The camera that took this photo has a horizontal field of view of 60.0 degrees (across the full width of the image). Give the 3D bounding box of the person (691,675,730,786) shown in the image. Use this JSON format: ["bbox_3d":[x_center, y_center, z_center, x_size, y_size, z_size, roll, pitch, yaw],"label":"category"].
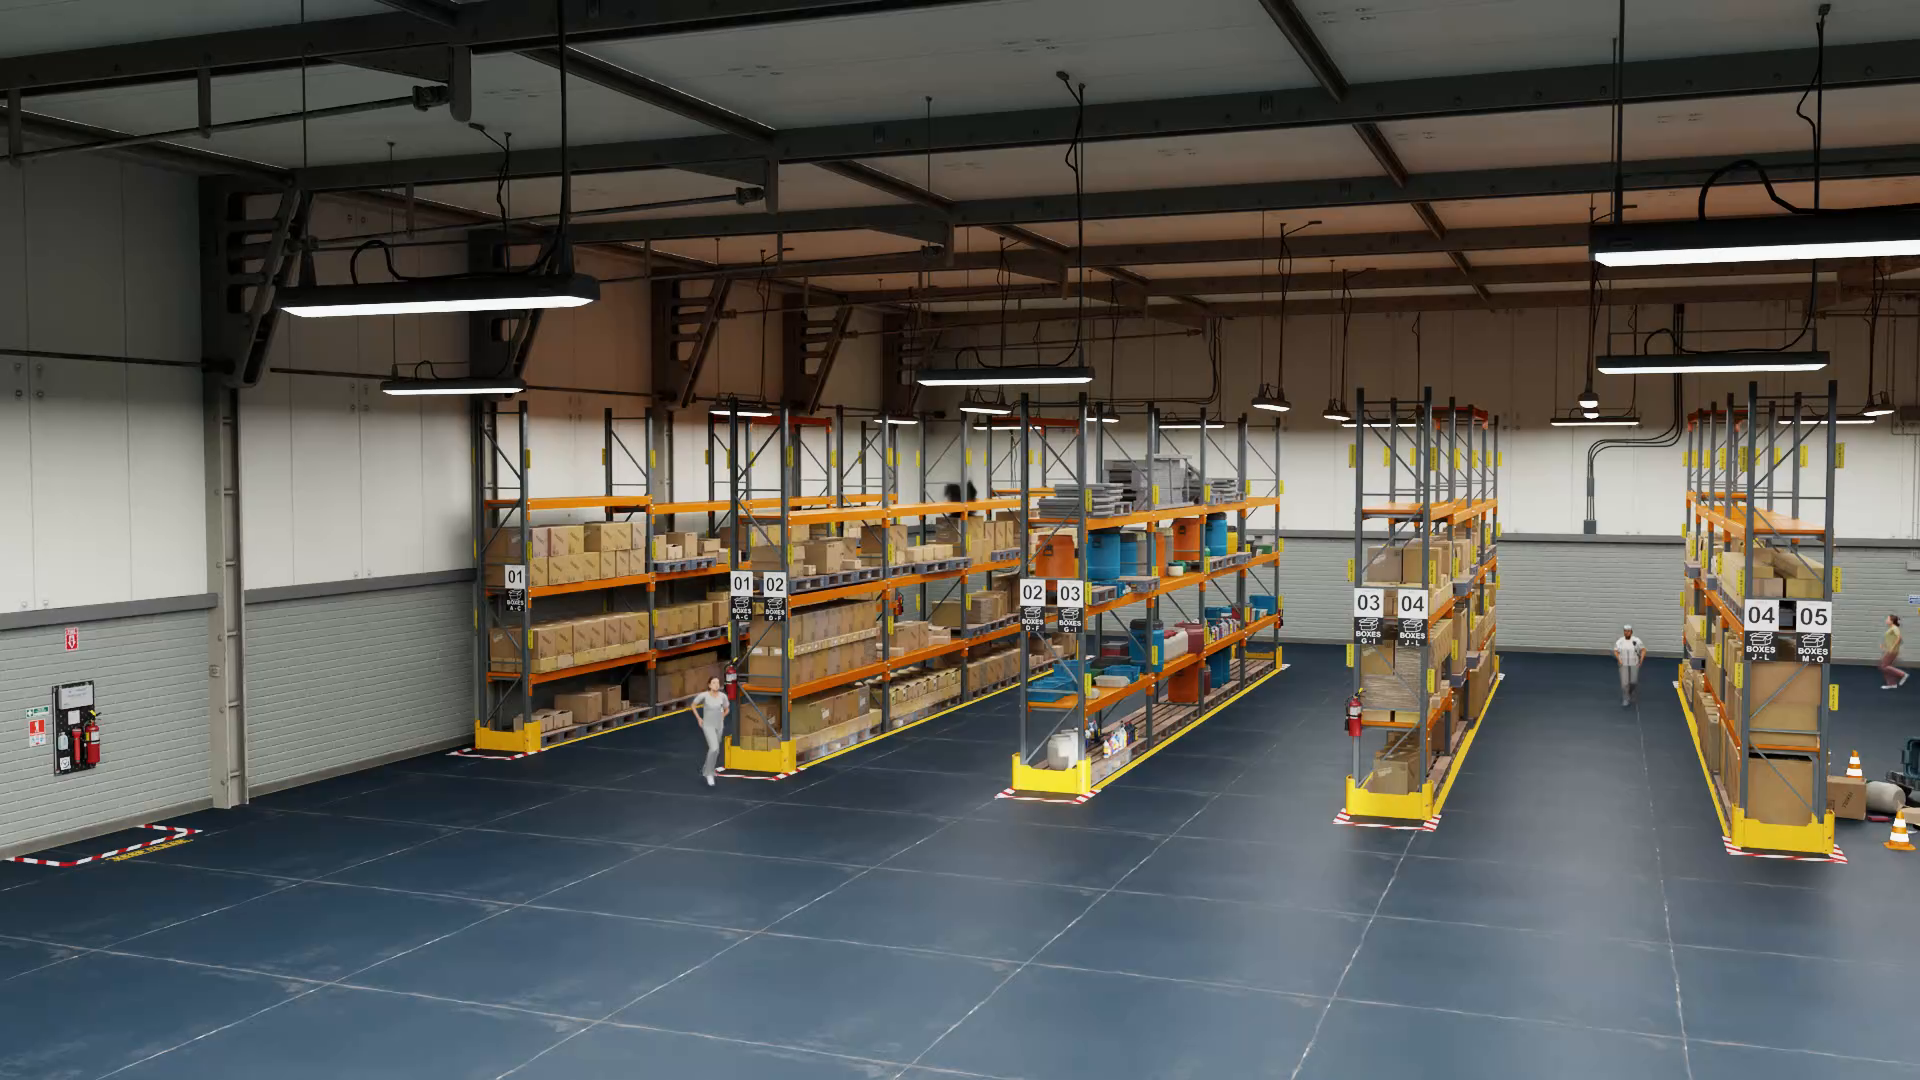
[{"bbox_3d":[-3.822,2.925,25.633,0.557,1.691,0.676,-2,3,-32],"label":"person"}]

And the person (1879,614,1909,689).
[{"bbox_3d":[20.333,2.436,36.189,0.578,1.635,0.614,1,3,26],"label":"person"}]

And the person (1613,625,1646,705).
[{"bbox_3d":[13.589,2.552,33.785,0.602,1.632,0.503,1,3,26],"label":"person"}]
